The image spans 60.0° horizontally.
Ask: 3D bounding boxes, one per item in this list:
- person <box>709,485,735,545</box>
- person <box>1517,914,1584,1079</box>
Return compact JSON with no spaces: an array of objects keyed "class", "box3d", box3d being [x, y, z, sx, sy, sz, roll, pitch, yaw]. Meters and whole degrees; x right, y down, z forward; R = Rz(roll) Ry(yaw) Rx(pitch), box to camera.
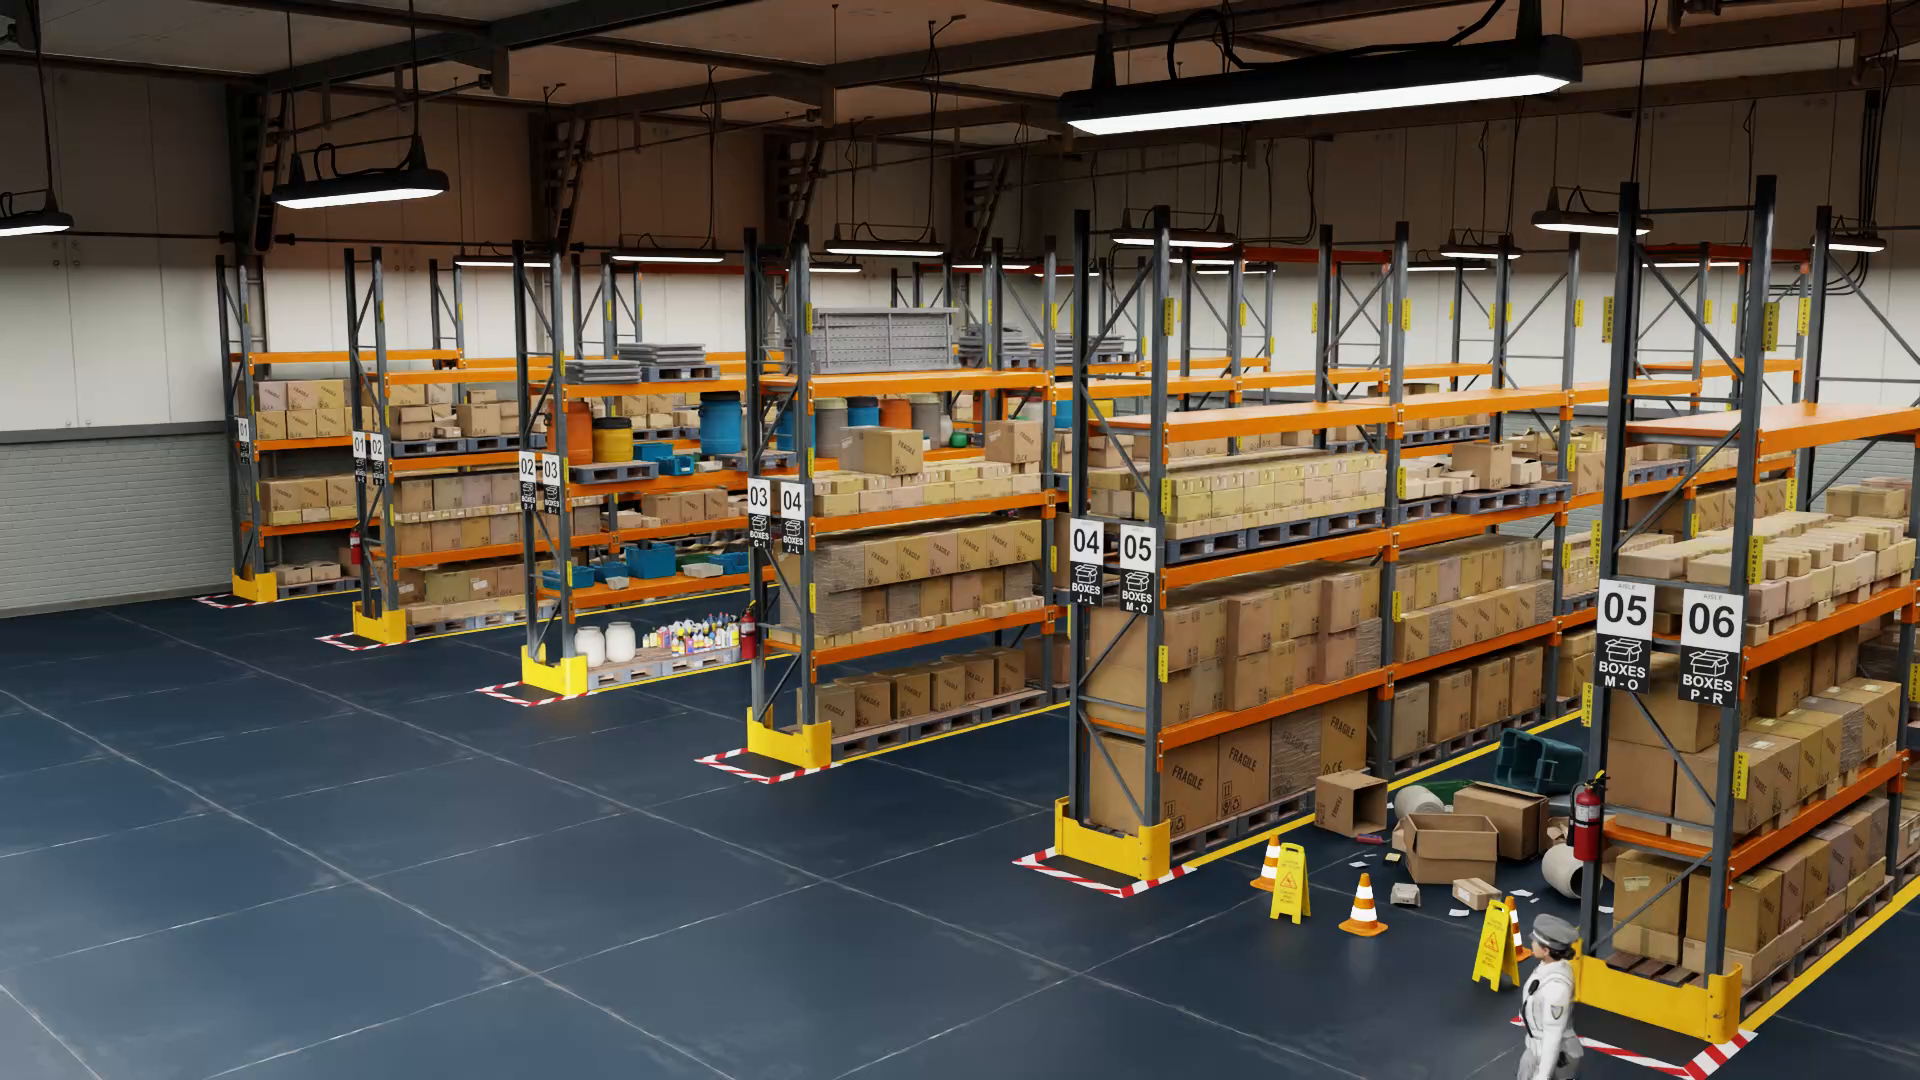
[{"class":"person","box3d":[-4.697,-0.271,32.573,0.470,1.620,0.970,5,9,31]},{"class":"person","box3d":[3.468,2.979,9.581,0.567,1.669,0.466,0,8,2]}]
